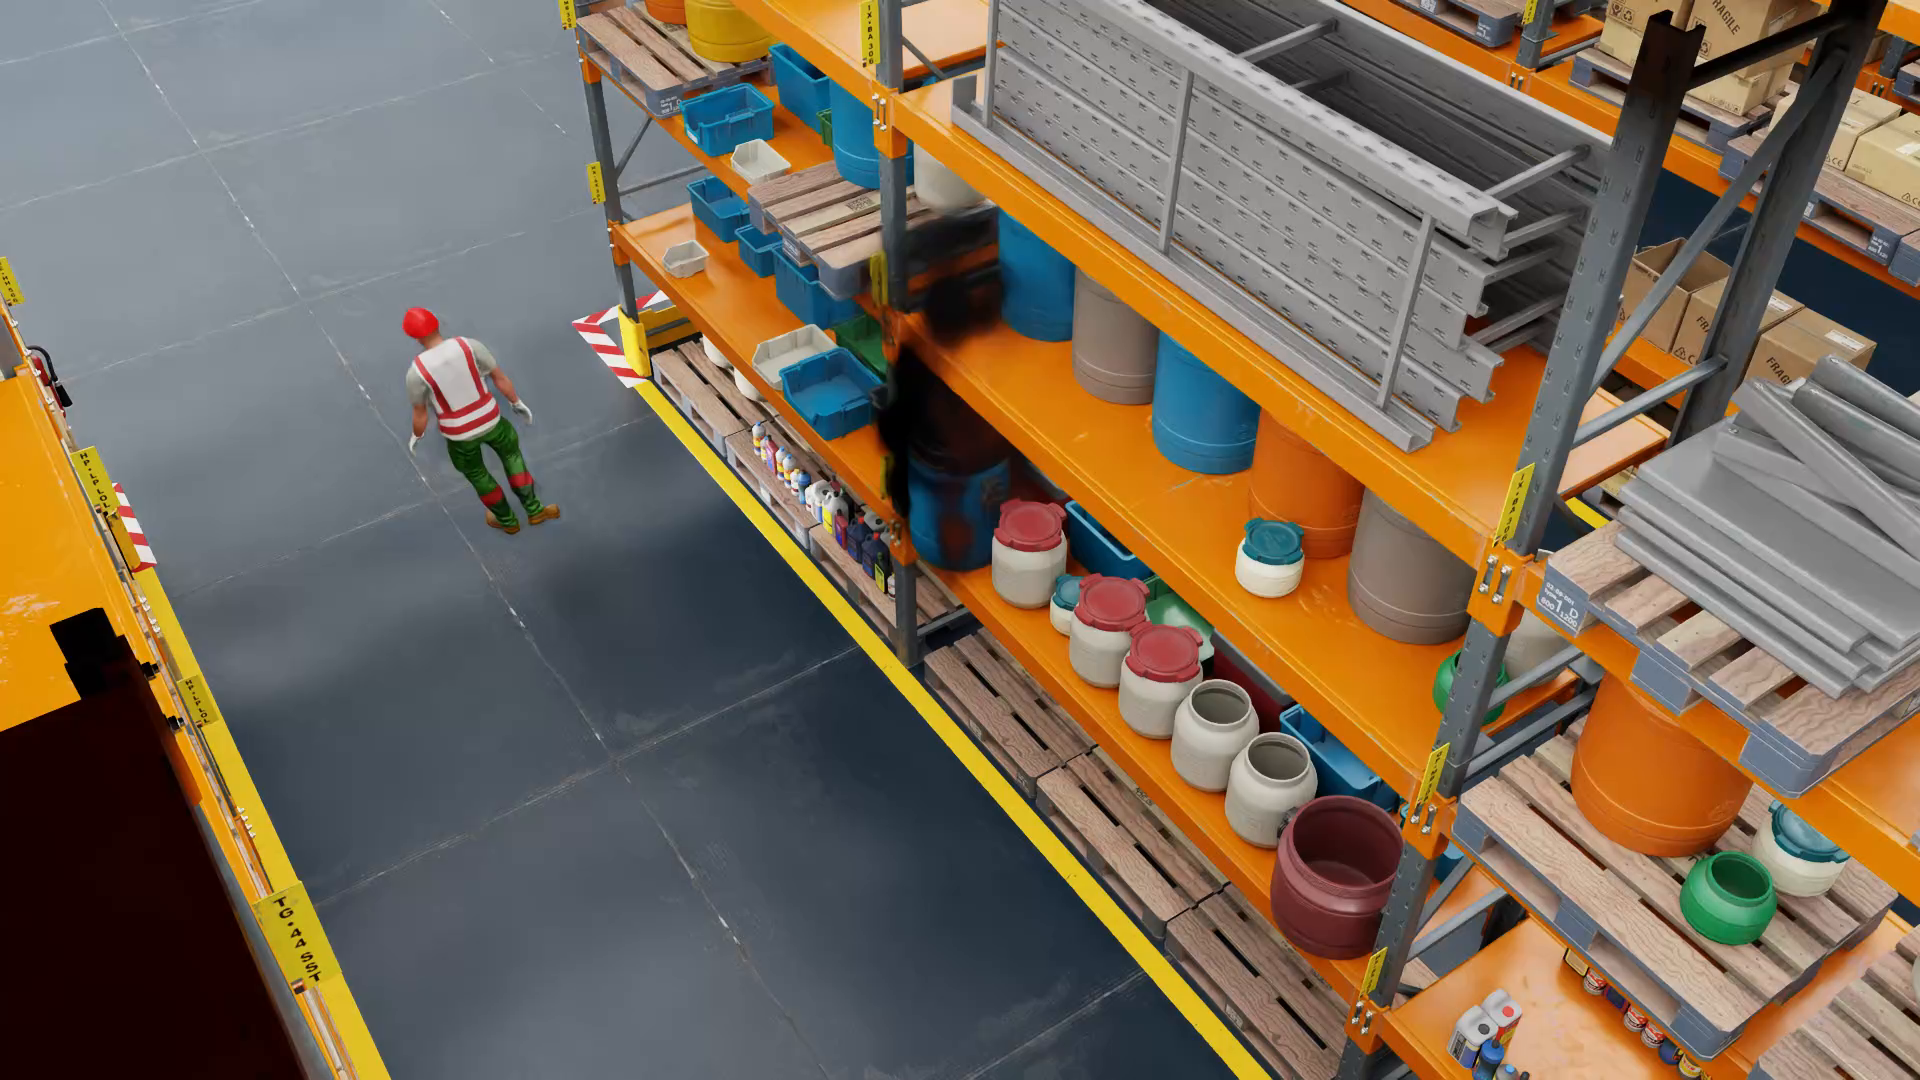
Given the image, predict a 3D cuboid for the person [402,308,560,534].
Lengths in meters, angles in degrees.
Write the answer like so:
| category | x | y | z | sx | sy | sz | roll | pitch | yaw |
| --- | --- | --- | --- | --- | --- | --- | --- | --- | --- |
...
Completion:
| category | x | y | z | sx | sy | sz | roll | pitch | yaw |
| --- | --- | --- | --- | --- | --- | --- | --- | --- | --- |
| person | -3.192 | -0.748 | 10.875 | 0.792 | 1.723 | 0.664 | -26 | 49 | -25 |
